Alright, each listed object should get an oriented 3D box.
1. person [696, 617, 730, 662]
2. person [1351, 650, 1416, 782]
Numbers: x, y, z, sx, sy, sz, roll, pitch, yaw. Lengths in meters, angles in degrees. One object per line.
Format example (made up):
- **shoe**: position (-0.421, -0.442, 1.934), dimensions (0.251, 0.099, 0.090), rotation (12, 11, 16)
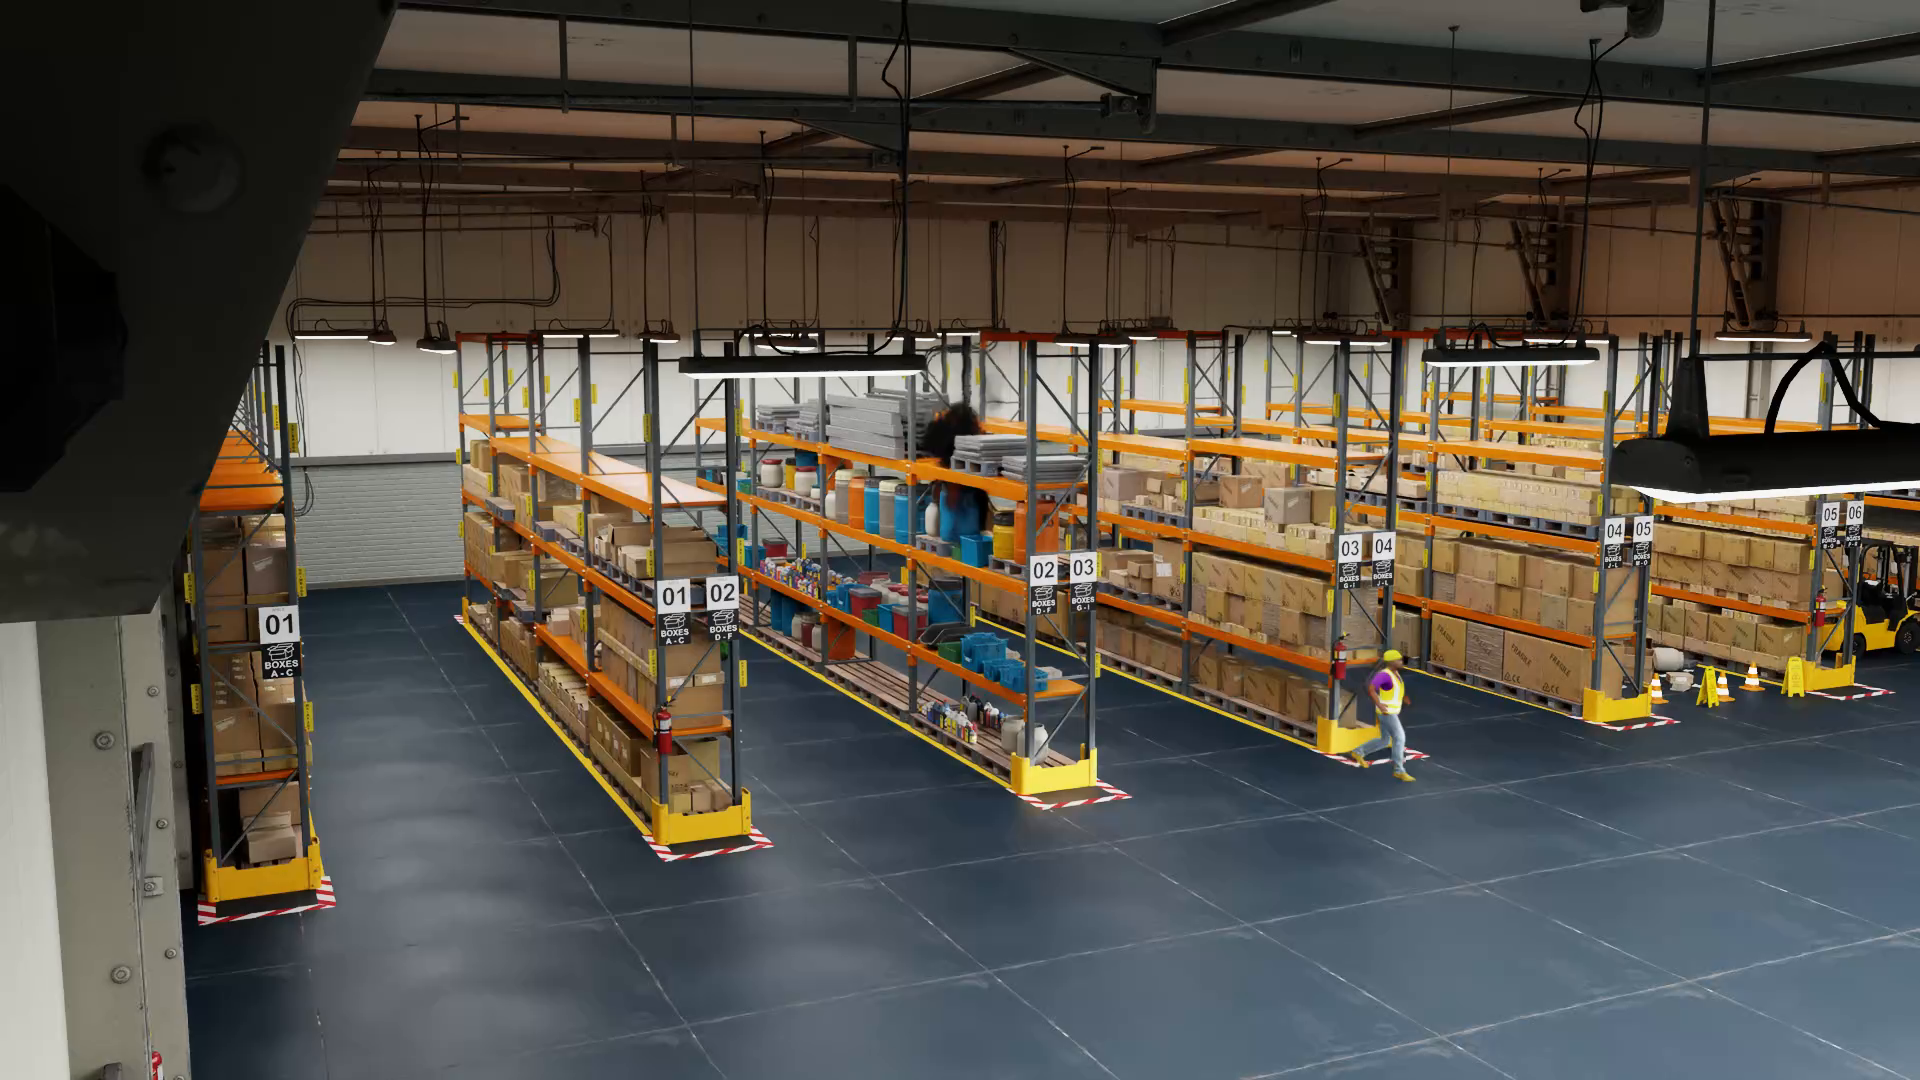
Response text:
- **person**: position (-4.235, 1.603, 28.710), dimensions (0.650, 1.739, 0.605), rotation (-5, 9, -32)
- **person**: position (5.897, 2.387, 22.967), dimensions (0.931, 1.749, 0.736), rotation (4, 9, 26)
